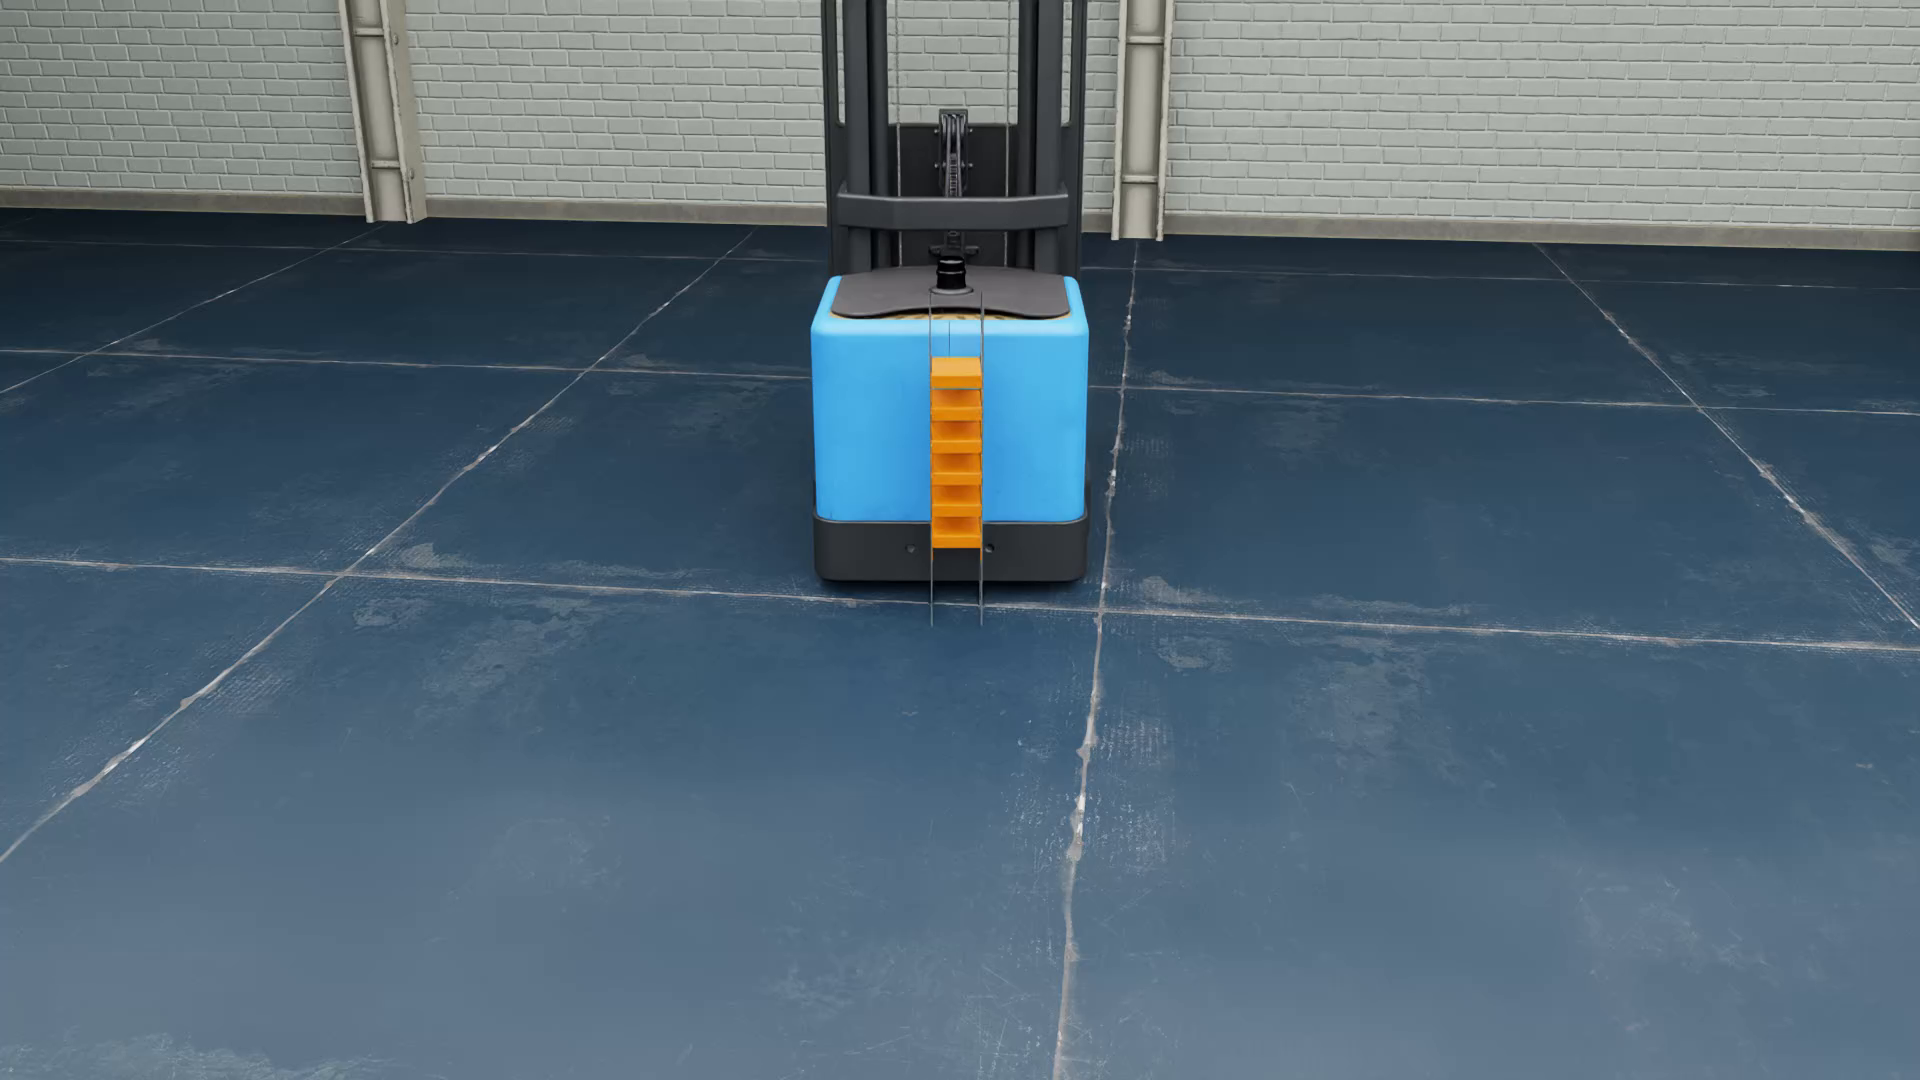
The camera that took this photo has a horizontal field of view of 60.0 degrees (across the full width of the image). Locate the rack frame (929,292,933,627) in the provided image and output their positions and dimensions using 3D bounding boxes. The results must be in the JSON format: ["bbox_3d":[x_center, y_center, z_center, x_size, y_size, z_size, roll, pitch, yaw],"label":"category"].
[{"bbox_3d":[-0.105,-0.281,6.018,0.006,1.200,0.240,0,22,-1],"label":"rack frame"}]

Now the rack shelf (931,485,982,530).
[{"bbox_3d":[-0.014,-0.128,6.079,0.180,0.103,0.258,0,22,-1],"label":"rack shelf"}]

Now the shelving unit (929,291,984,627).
[{"bbox_3d":[-0.014,-0.281,6.019,0.189,1.200,0.258,0,22,-1],"label":"shelving unit"}]

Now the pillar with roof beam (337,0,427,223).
[{"bbox_3d":[-5.089,-5.227,7.922,0.400,9.000,9.100,2,22,6],"label":"pillar with roof beam"}]

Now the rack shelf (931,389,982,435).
[{"bbox_3d":[-0.014,-0.463,5.947,0.180,0.103,0.258,0,22,-1],"label":"rack shelf"}]

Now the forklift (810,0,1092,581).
[{"bbox_3d":[-0.021,-1.696,7.243,1.130,2.935,3.031,0,22,1],"label":"forklift"}]

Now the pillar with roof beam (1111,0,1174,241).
[{"bbox_3d":[0.870,-4.968,7.266,0.400,9.000,9.100,2,22,6],"label":"pillar with roof beam"}]

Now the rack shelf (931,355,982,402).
[{"bbox_3d":[-0.014,-0.574,5.903,0.180,0.103,0.258,0,22,-1],"label":"rack shelf"}]

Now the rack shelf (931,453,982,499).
[{"bbox_3d":[-0.014,-0.240,6.035,0.180,0.103,0.258,0,22,-1],"label":"rack shelf"}]

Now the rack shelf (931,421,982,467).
[{"bbox_3d":[-0.014,-0.351,5.991,0.180,0.103,0.258,0,22,-1],"label":"rack shelf"}]

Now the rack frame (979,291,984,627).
[{"bbox_3d":[0.078,-0.281,6.020,0.006,1.200,0.240,0,22,-1],"label":"rack frame"}]

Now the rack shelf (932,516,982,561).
[{"bbox_3d":[-0.014,-0.016,6.123,0.180,0.103,0.258,0,22,-1],"label":"rack shelf"}]
